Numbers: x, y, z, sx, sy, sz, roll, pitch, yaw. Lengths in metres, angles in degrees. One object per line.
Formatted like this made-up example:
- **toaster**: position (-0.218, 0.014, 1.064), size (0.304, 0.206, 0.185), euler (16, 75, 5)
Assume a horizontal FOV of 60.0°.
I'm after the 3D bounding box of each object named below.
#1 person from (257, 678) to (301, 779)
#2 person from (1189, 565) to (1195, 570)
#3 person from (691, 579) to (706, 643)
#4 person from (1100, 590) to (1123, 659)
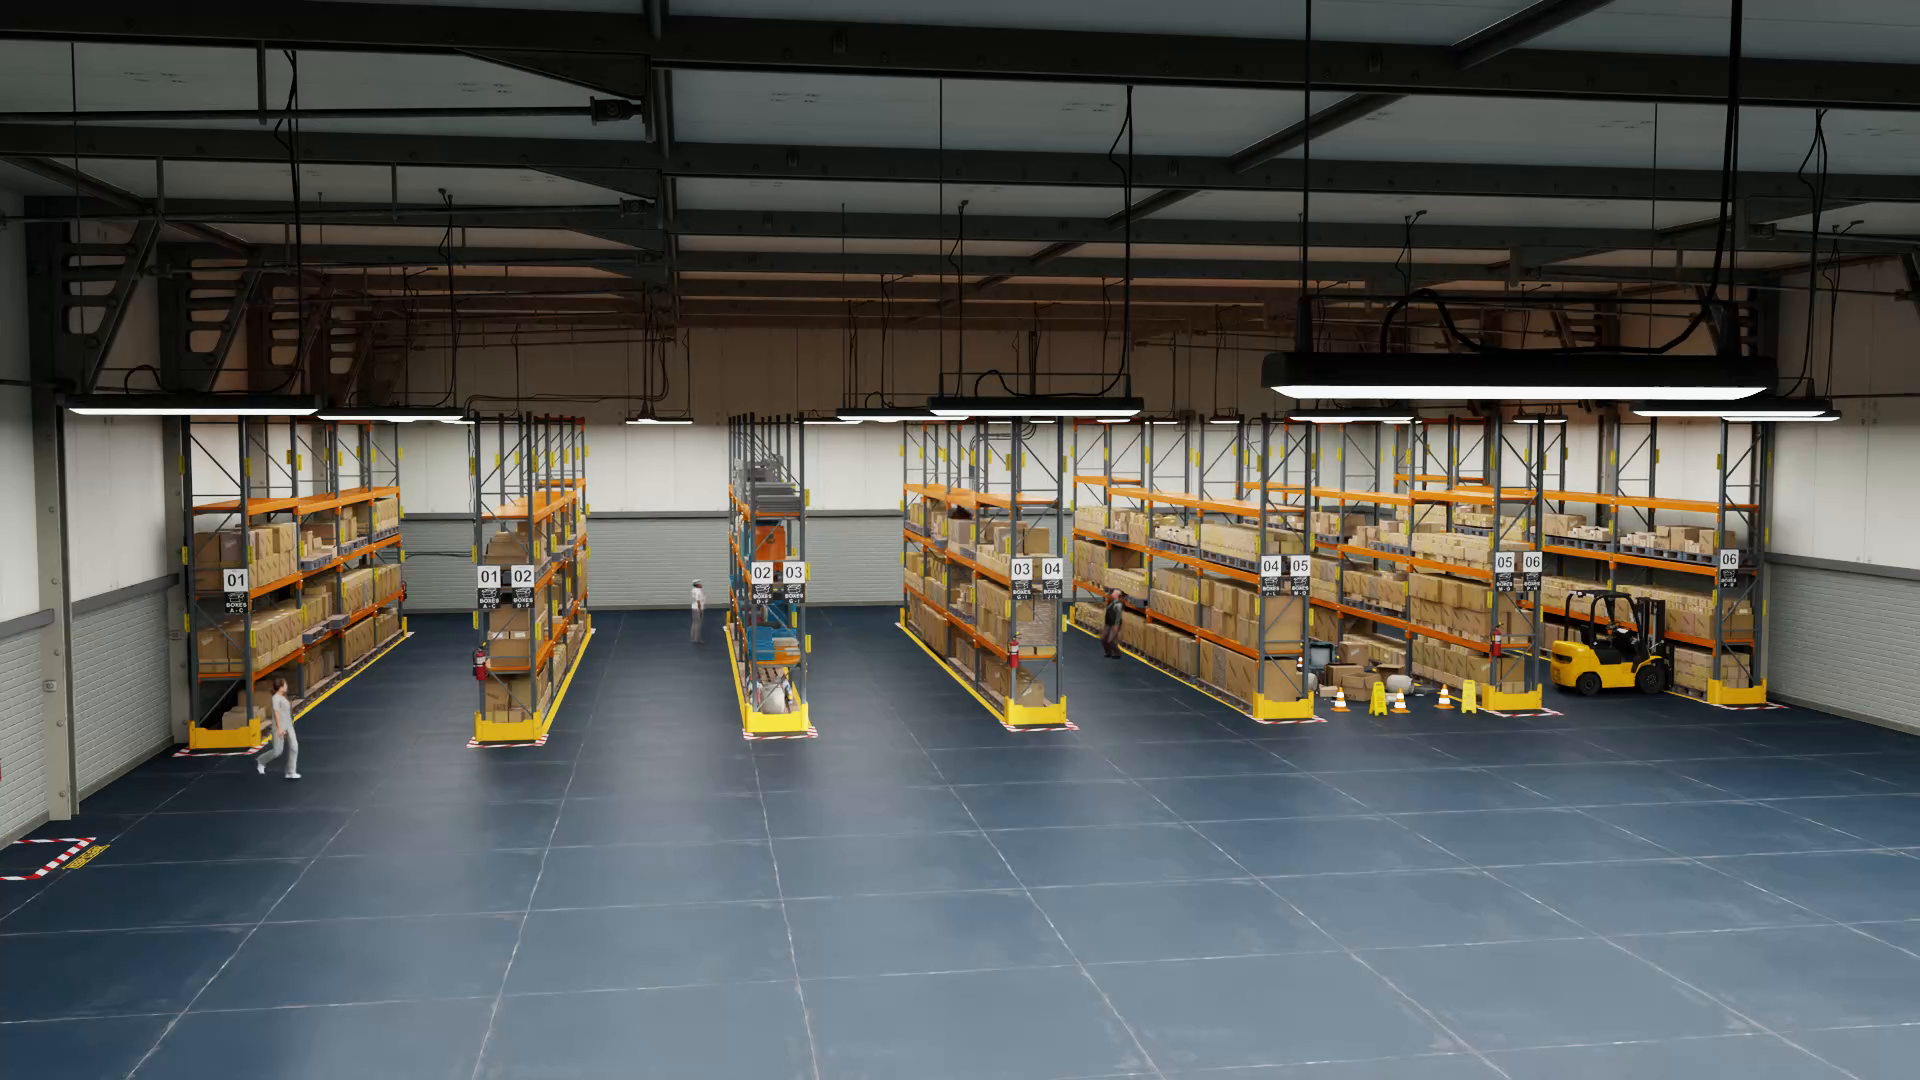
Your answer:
- **person**: position (-11.084, 3.056, 27.030), size (0.736, 1.639, 0.416), euler (2, 4, 25)
- **person**: position (6.676, 1.573, 47.945), size (0.553, 1.771, 0.609), euler (-1, 4, -14)
- **person**: position (-6.966, 1.884, 44.266), size (0.391, 1.714, 0.511), euler (-2, 4, -26)
- **person**: position (3.583, 1.975, 39.052), size (0.491, 1.609, 0.576), euler (-3, 5, -33)
